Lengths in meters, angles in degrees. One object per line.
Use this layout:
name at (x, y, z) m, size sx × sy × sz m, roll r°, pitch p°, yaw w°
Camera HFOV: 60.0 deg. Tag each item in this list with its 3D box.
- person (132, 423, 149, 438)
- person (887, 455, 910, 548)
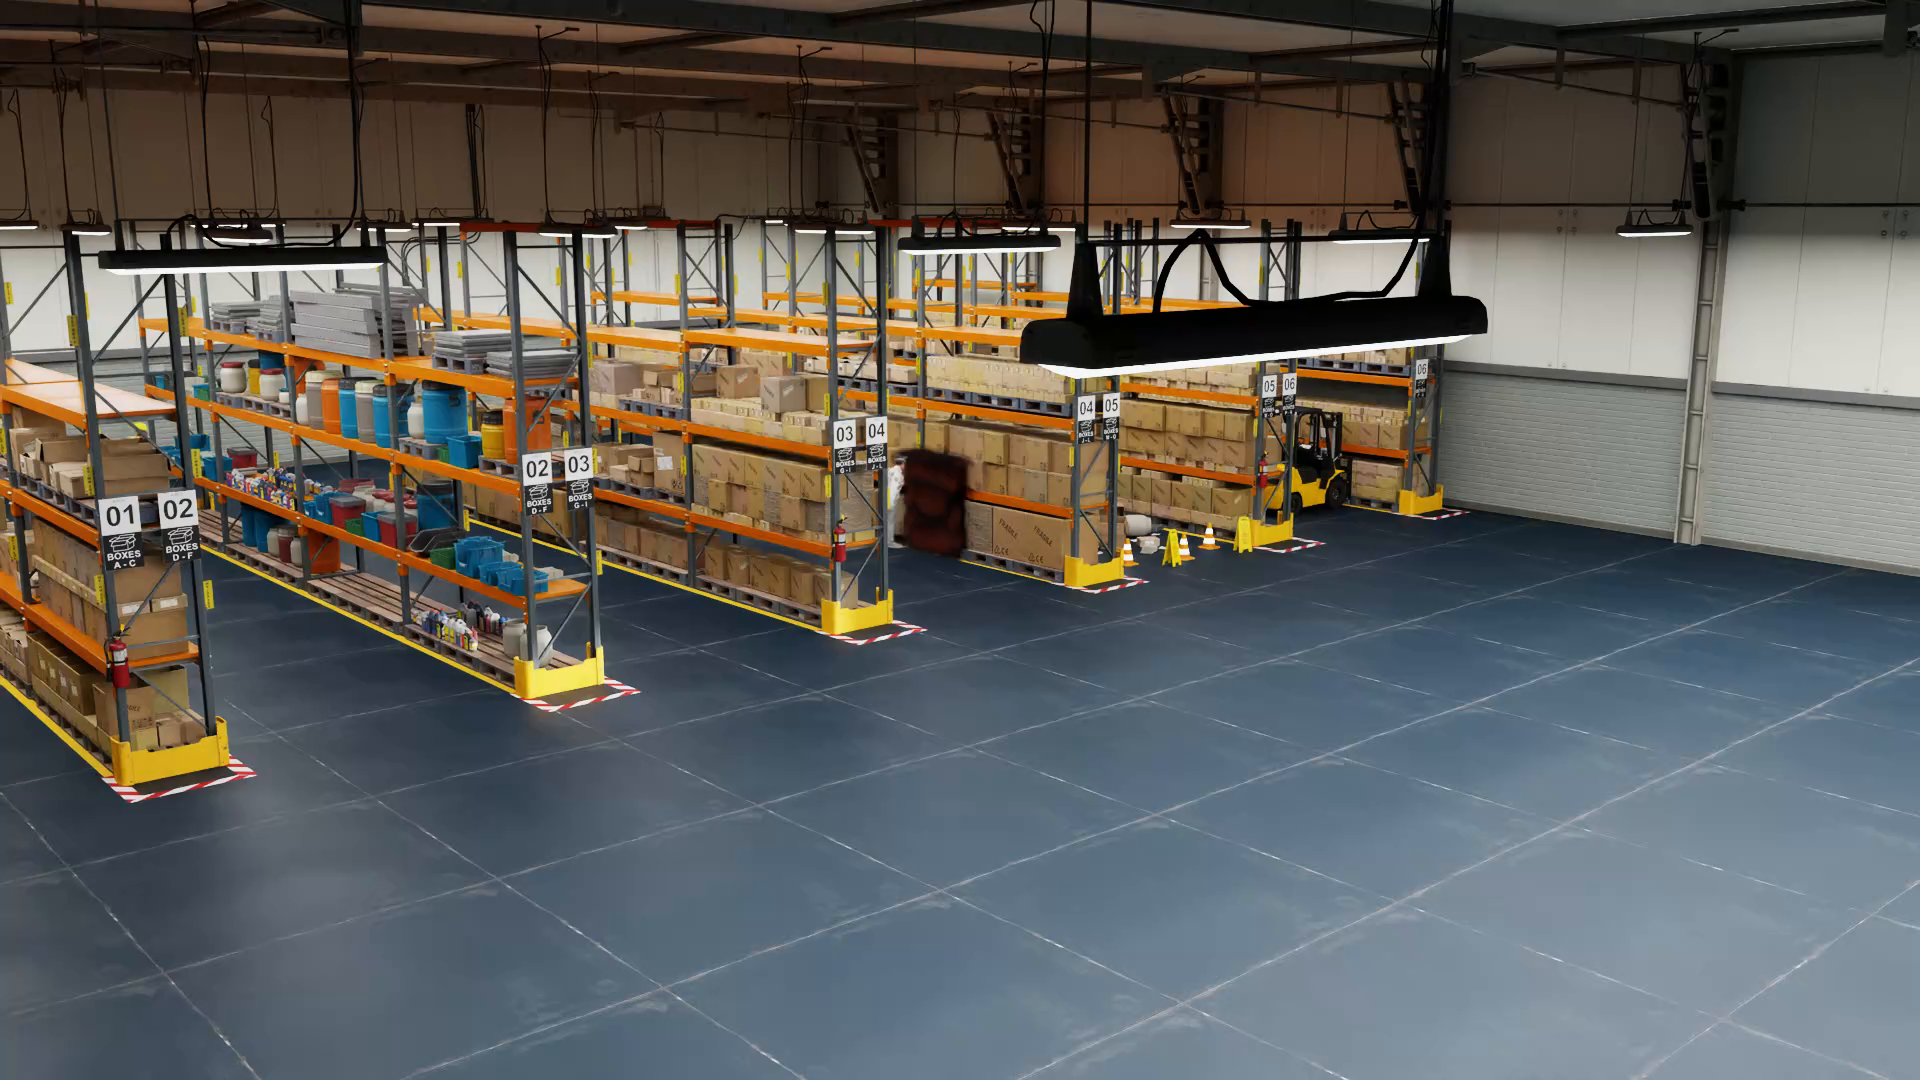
person at (-17.406, -1.646, 35.571) m, size 0.921 × 1.738 × 0.609 m, roll 3°, pitch 12°, yaw 14°
person at (-1.142, -0.662, 29.593) m, size 0.500 × 1.686 × 0.591 m, roll 0°, pitch 11°, yaw 1°
